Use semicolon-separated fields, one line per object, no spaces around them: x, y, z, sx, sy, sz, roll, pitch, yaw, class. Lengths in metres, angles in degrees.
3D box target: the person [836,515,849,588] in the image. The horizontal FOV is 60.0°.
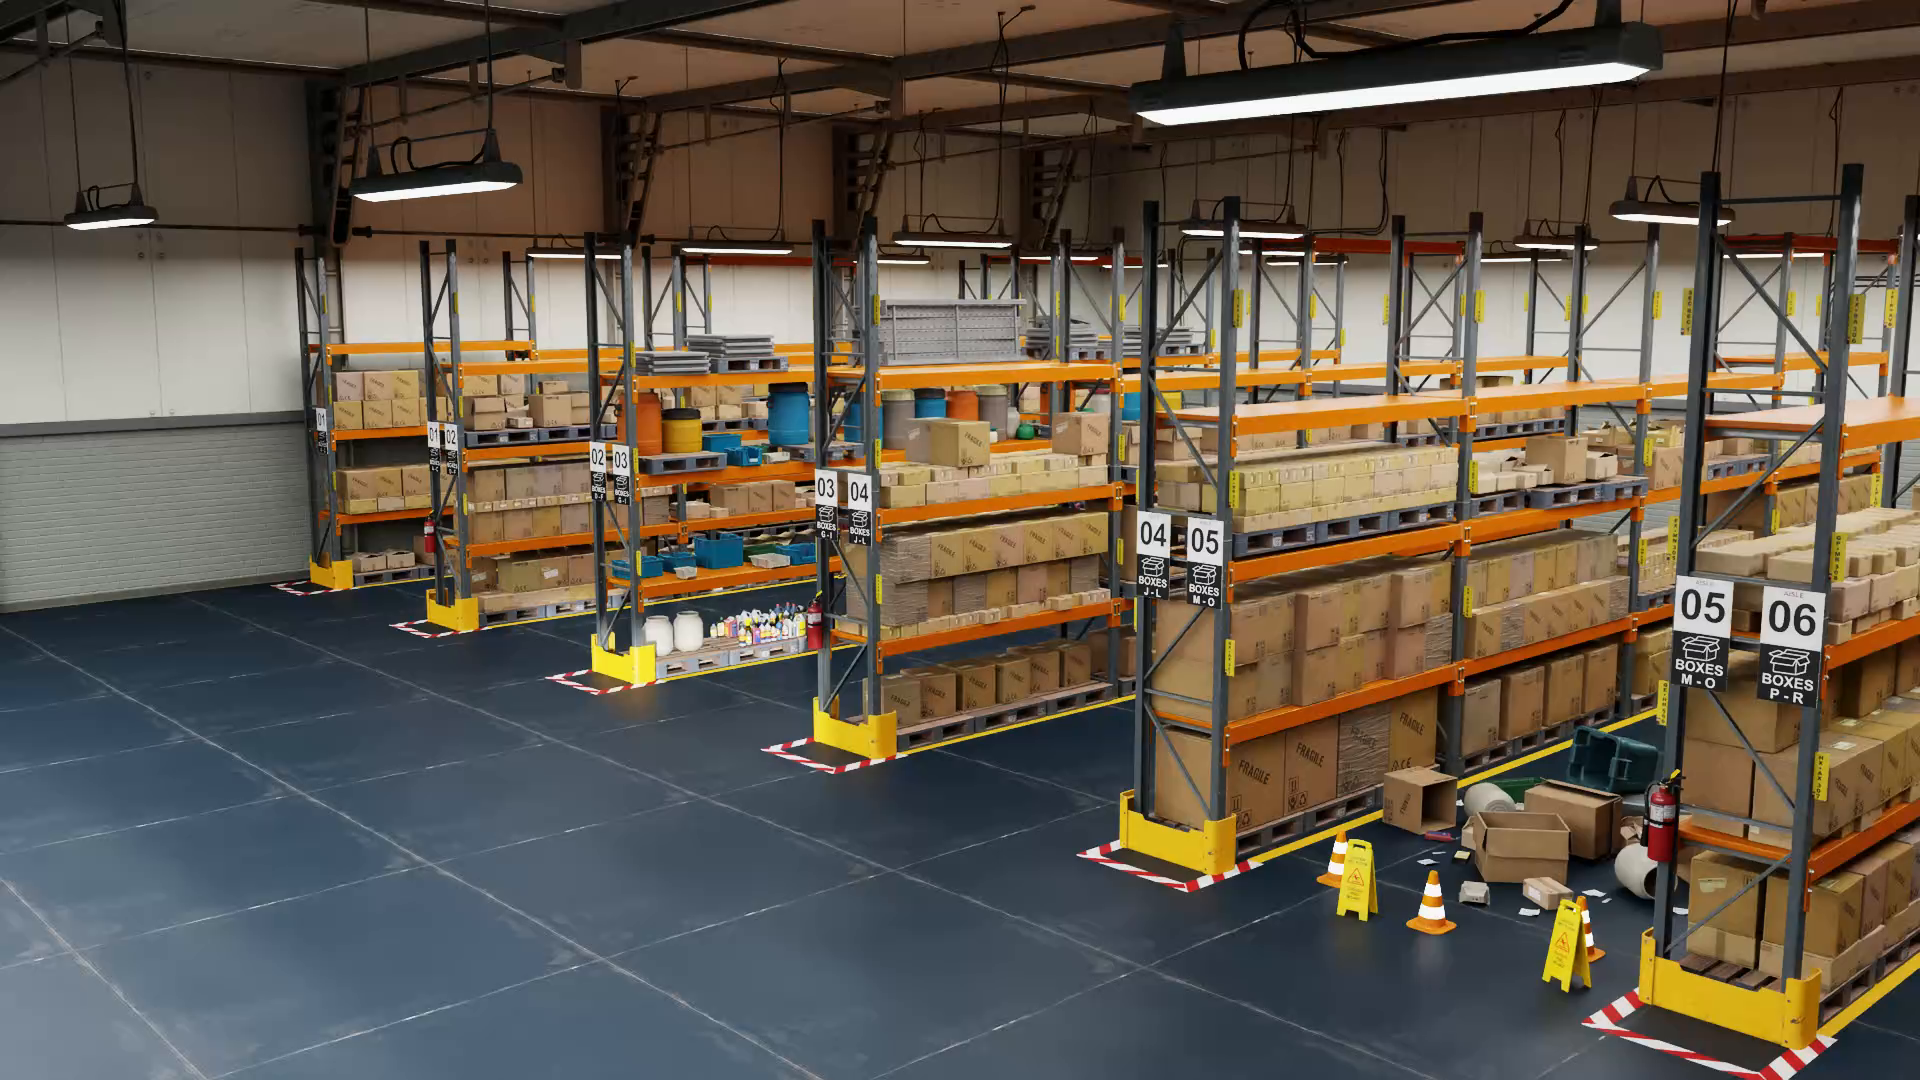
-1.784;-0.015;27.902;0.607;1.697;0.827;7;11;39;person
